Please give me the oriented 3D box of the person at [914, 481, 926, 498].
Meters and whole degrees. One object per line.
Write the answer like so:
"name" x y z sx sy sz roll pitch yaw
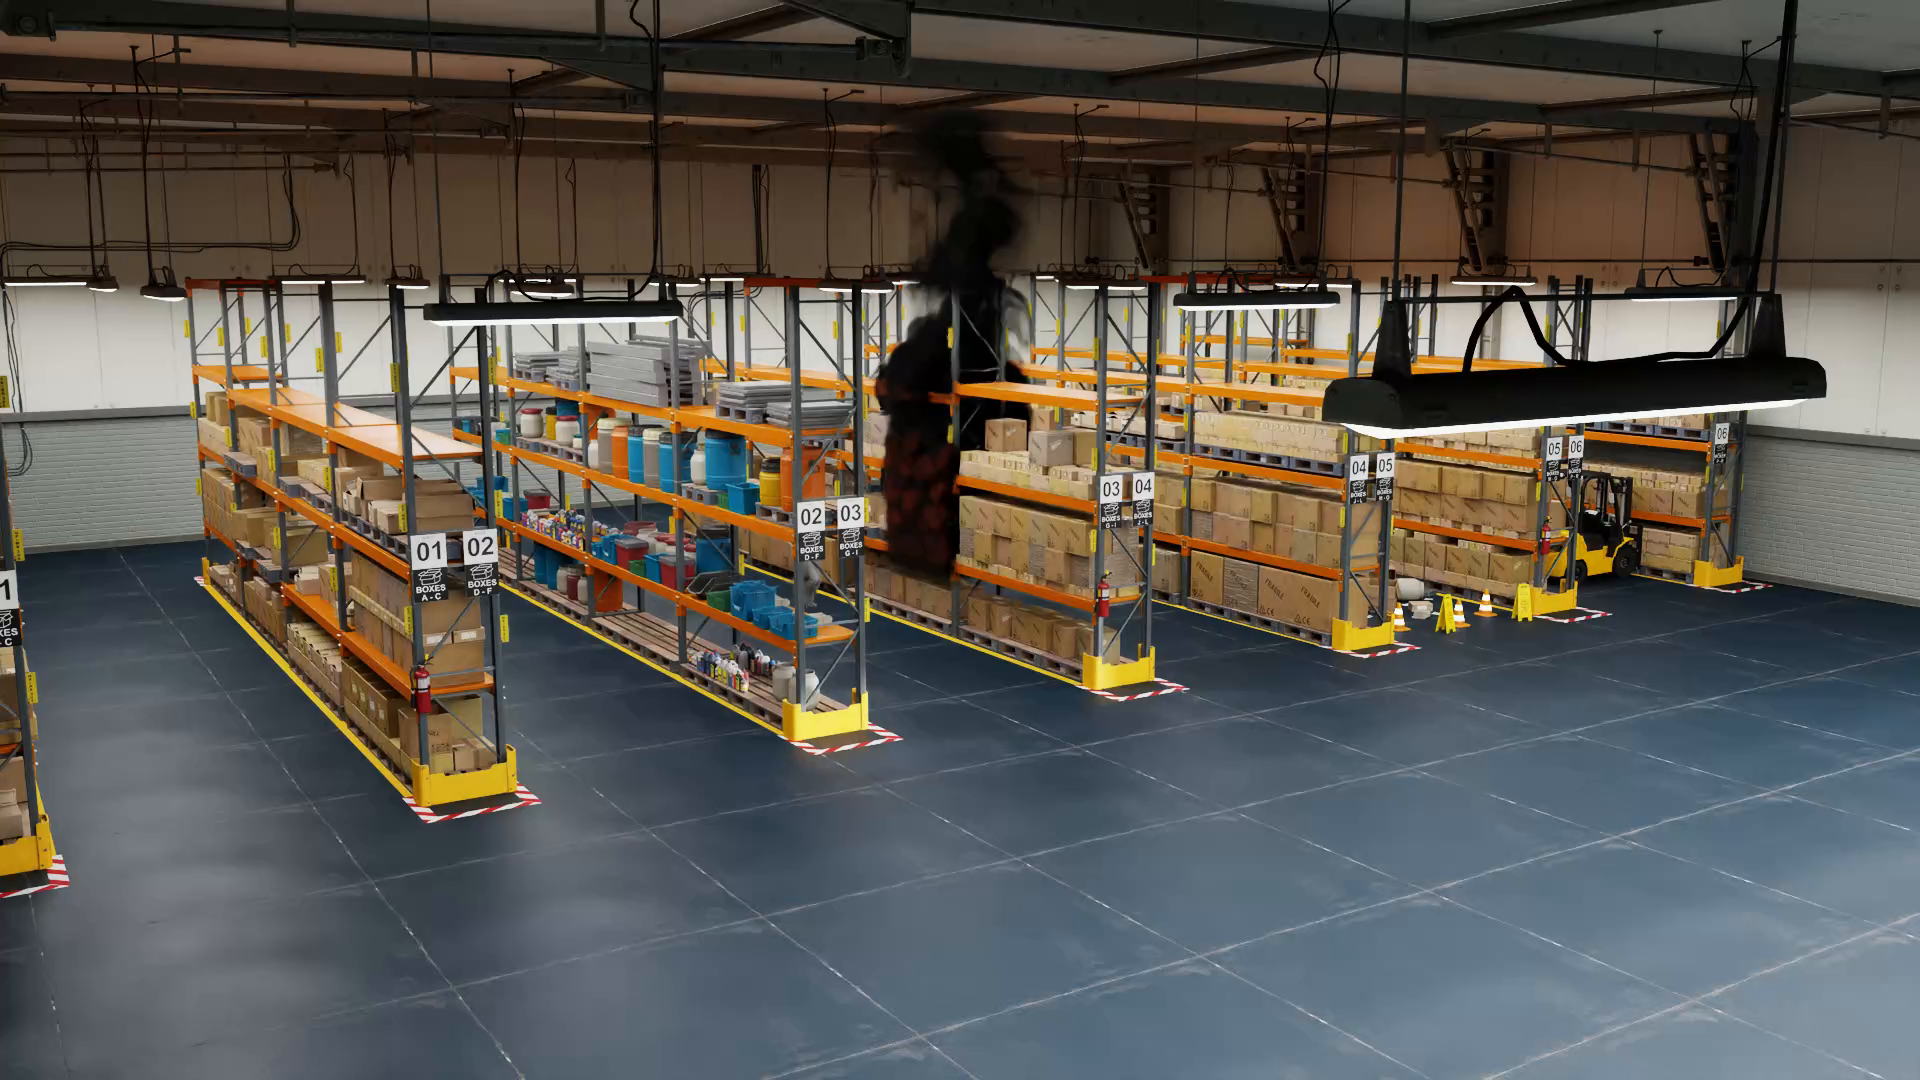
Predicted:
"person" -0.786 -0.467 35.977 0.505 1.625 0.691 -6 12 -34

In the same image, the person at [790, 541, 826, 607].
"person" -2.580 0.321 29.147 0.650 1.750 0.557 -8 13 -41
